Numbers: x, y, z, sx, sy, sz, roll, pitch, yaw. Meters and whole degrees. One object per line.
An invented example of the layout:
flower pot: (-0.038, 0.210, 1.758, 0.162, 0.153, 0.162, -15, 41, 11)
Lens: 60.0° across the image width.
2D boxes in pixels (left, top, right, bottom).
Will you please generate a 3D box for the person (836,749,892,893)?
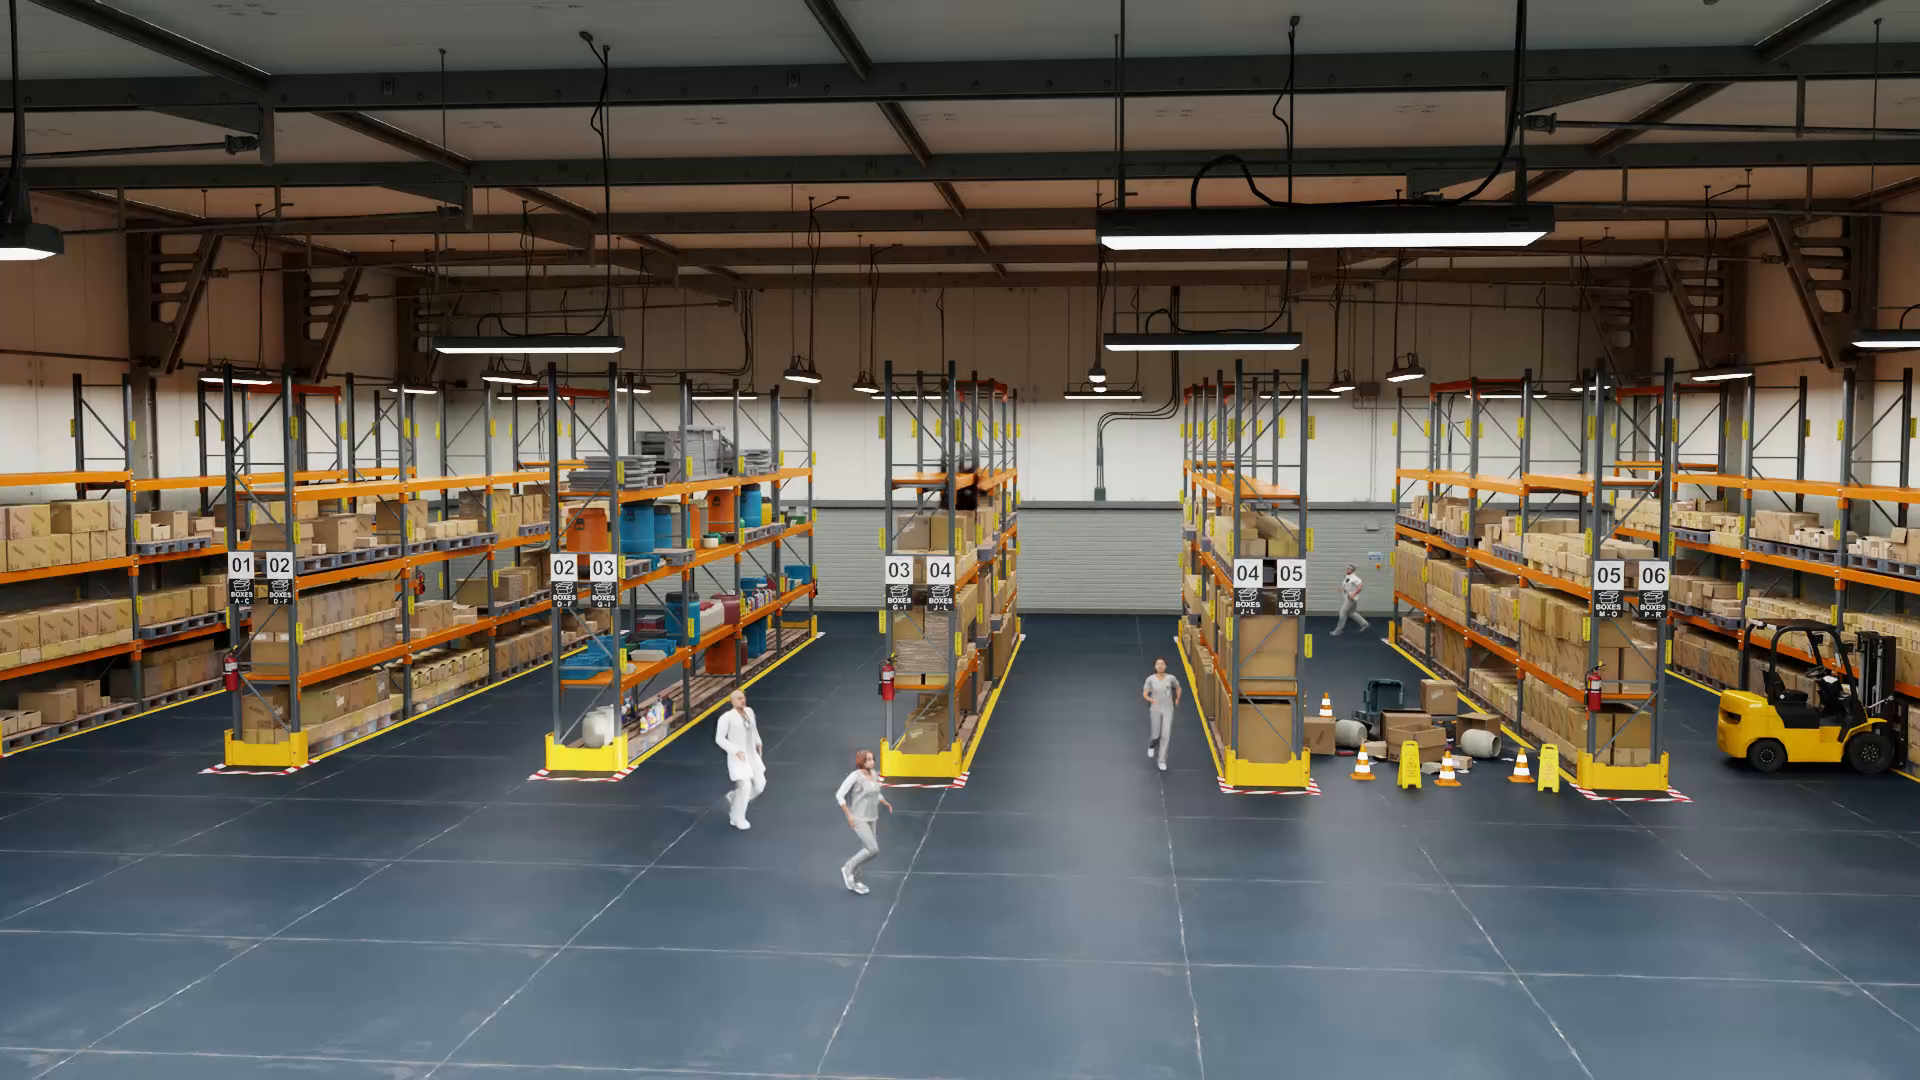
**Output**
person: (-1.005, 3.038, 17.962, 0.528, 1.567, 0.545, 2, 4, 32)

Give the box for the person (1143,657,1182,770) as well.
person: (3.018, 2.566, 24.765, 0.583, 1.609, 0.856, 0, 4, 5)

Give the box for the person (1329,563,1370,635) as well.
person: (9.514, 1.446, 40.549, 0.992, 1.788, 0.699, 1, 4, 8)

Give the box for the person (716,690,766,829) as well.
person: (-2.738, 2.861, 20.986, 0.519, 1.538, 0.716, 3, 5, 39)
